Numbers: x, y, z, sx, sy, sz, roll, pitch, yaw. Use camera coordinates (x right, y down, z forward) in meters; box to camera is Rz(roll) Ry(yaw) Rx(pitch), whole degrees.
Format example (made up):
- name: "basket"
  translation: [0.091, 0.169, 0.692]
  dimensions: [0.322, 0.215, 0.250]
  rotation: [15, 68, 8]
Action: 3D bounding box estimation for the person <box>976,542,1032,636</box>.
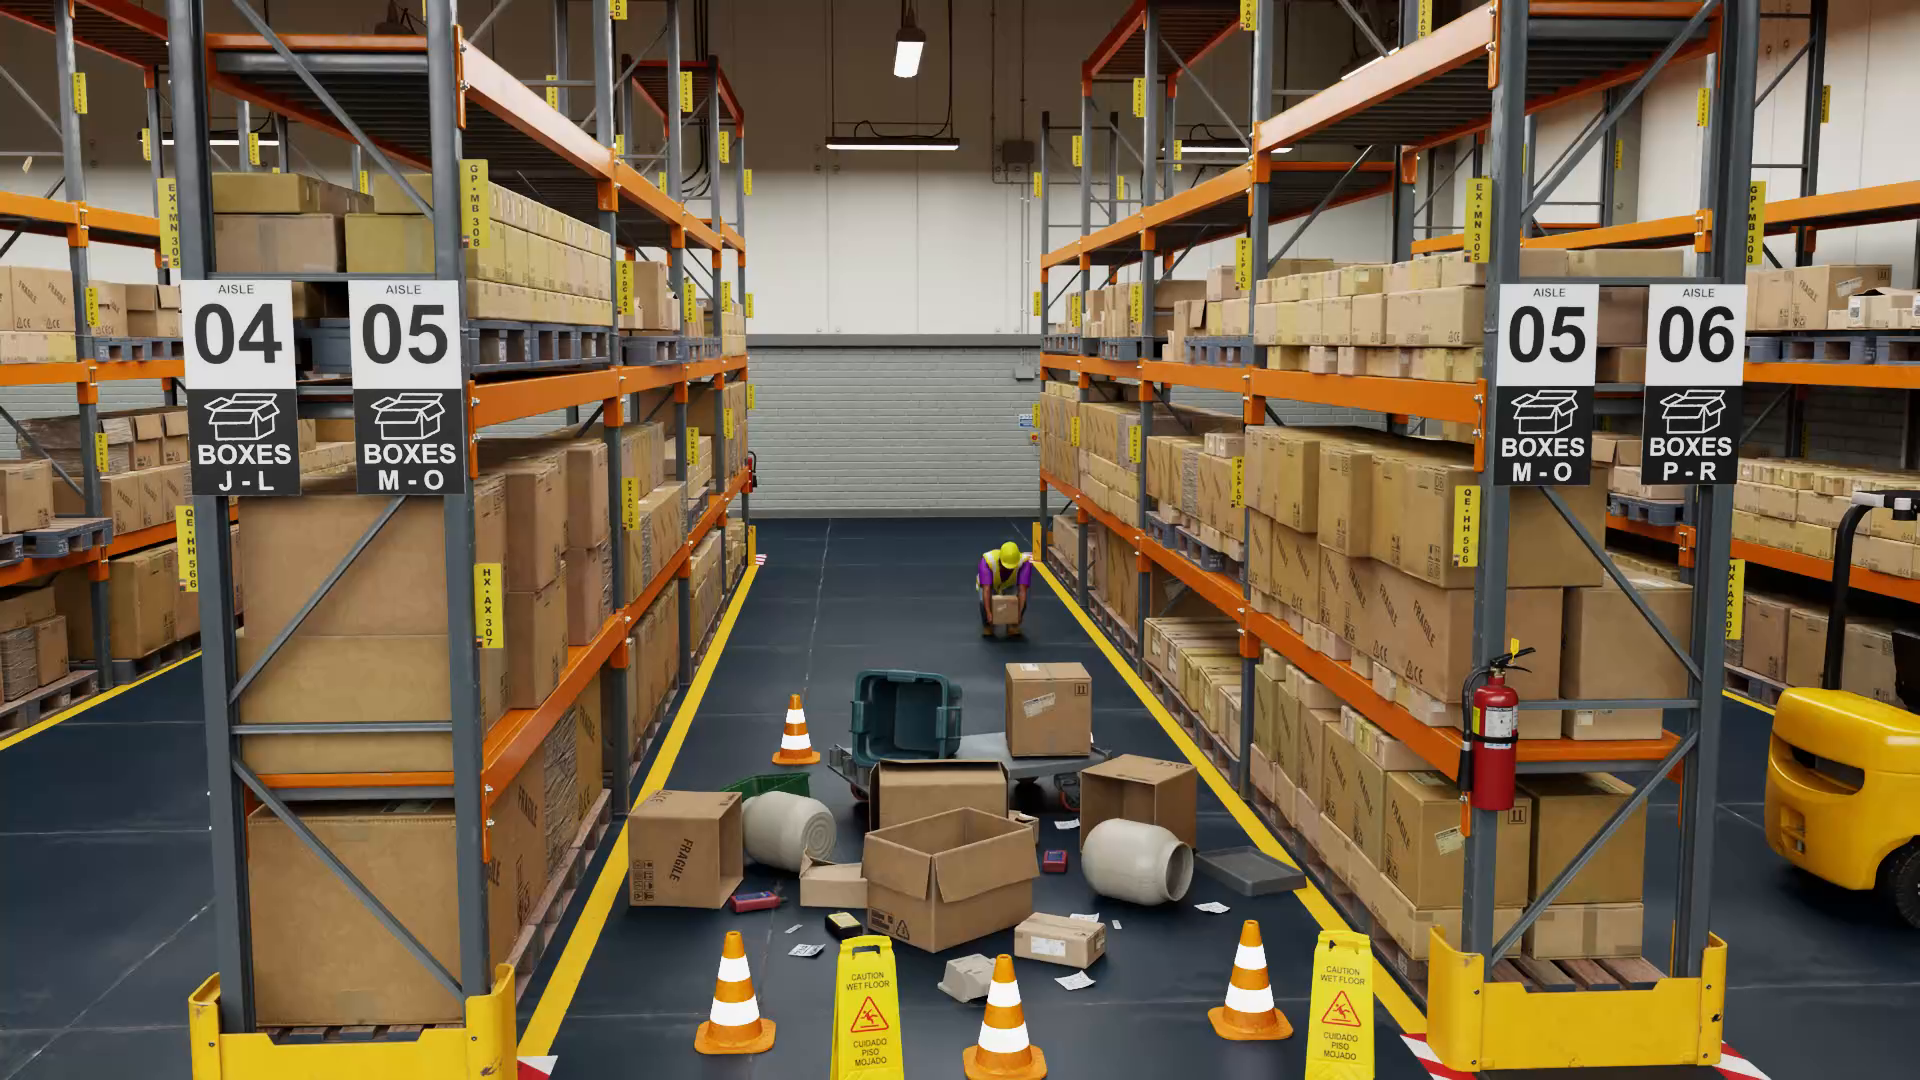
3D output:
- name: "person"
  translation: [0.448, 0.483, 16.855]
  dimensions: [0.542, 1.004, 0.918]
  rotation: [-1, 7, -5]
